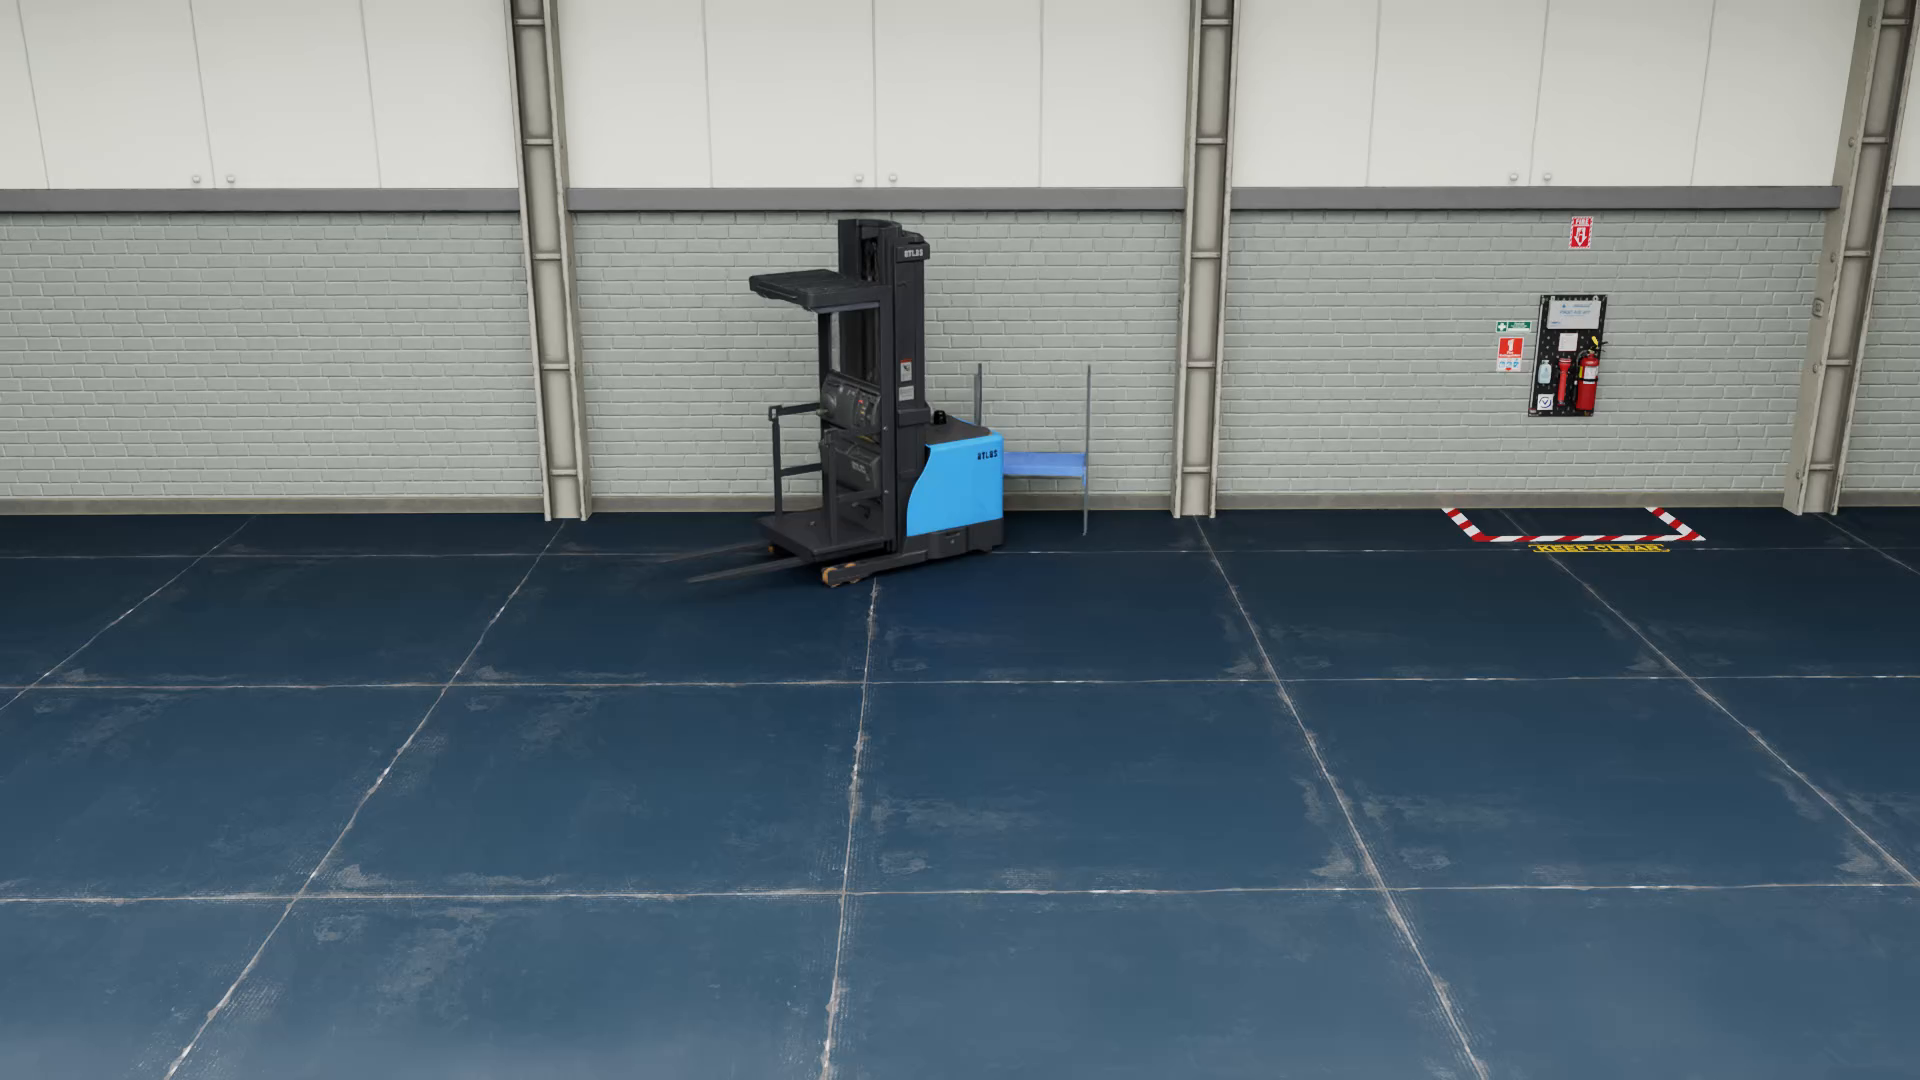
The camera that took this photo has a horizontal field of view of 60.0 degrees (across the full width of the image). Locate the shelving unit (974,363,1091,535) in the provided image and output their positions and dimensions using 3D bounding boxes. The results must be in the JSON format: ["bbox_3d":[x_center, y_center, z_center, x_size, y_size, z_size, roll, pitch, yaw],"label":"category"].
[{"bbox_3d":[0.671,-0.846,15.431,1.048,1.500,0.538,1,18,5],"label":"shelving unit"}]

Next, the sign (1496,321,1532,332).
[{"bbox_3d":[5.223,-2.012,15.686,0.331,0.109,0.001,0,18,-1],"label":"sign"}]

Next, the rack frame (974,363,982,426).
[{"bbox_3d":[0.164,-0.859,15.471,0.032,1.500,0.500,1,18,5],"label":"rack frame"}]

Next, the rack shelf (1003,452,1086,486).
[{"bbox_3d":[0.671,-0.674,15.486,1.000,0.185,0.538,1,18,5],"label":"rack shelf"}]

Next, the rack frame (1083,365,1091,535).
[{"bbox_3d":[1.178,-0.833,15.390,0.032,1.500,0.500,1,18,5],"label":"rack frame"}]

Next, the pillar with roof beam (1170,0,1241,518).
[{"bbox_3d":[2.313,-3.230,10.586,0.400,9.000,9.100,0,18,-1],"label":"pillar with roof beam"}]

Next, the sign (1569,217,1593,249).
[{"bbox_3d":[5.763,-2.851,15.431,0.199,0.298,0.001,0,18,-1],"label":"sign"}]

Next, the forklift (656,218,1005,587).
[{"bbox_3d":[-1.112,-1.182,14.137,3.031,2.935,1.130,-11,21,-32],"label":"forklift"}]

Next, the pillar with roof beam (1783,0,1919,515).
[{"bbox_3d":[8.312,-3.259,10.677,0.400,9.000,9.100,0,18,-1],"label":"pillar with roof beam"}]

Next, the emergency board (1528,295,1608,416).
[{"bbox_3d":[5.772,-1.717,15.691,0.643,1.169,0.194,0,18,-1],"label":"emergency board"}]

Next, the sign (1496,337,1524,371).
[{"bbox_3d":[5.218,-1.763,15.775,0.234,0.329,0.001,0,18,-1],"label":"sign"}]

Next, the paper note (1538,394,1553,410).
[{"bbox_3d":[5.594,-1.317,15.888,0.142,0.148,0.016,0,18,-1],"label":"paper note"}]

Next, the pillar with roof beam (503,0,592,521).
[{"bbox_3d":[-3.687,-3.201,10.496,0.400,9.000,9.100,0,18,-1],"label":"pillar with roof beam"}]
